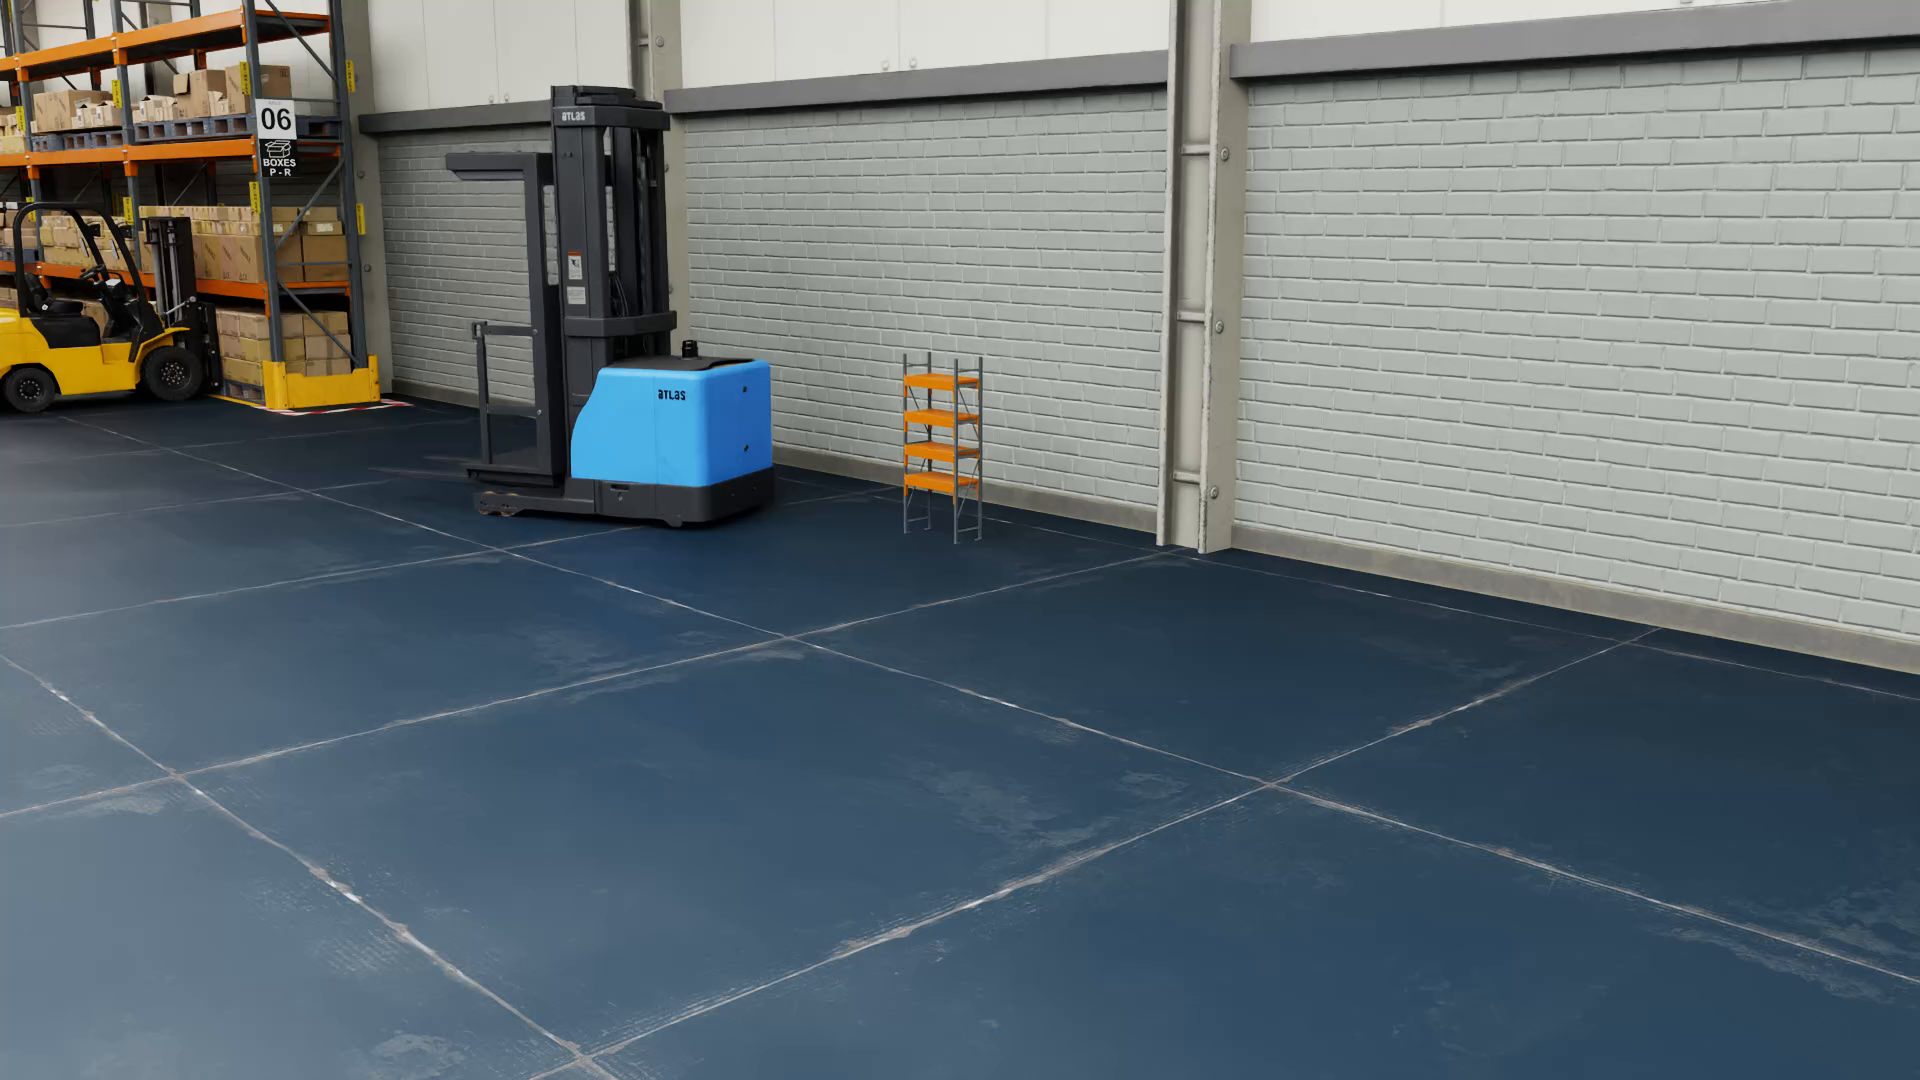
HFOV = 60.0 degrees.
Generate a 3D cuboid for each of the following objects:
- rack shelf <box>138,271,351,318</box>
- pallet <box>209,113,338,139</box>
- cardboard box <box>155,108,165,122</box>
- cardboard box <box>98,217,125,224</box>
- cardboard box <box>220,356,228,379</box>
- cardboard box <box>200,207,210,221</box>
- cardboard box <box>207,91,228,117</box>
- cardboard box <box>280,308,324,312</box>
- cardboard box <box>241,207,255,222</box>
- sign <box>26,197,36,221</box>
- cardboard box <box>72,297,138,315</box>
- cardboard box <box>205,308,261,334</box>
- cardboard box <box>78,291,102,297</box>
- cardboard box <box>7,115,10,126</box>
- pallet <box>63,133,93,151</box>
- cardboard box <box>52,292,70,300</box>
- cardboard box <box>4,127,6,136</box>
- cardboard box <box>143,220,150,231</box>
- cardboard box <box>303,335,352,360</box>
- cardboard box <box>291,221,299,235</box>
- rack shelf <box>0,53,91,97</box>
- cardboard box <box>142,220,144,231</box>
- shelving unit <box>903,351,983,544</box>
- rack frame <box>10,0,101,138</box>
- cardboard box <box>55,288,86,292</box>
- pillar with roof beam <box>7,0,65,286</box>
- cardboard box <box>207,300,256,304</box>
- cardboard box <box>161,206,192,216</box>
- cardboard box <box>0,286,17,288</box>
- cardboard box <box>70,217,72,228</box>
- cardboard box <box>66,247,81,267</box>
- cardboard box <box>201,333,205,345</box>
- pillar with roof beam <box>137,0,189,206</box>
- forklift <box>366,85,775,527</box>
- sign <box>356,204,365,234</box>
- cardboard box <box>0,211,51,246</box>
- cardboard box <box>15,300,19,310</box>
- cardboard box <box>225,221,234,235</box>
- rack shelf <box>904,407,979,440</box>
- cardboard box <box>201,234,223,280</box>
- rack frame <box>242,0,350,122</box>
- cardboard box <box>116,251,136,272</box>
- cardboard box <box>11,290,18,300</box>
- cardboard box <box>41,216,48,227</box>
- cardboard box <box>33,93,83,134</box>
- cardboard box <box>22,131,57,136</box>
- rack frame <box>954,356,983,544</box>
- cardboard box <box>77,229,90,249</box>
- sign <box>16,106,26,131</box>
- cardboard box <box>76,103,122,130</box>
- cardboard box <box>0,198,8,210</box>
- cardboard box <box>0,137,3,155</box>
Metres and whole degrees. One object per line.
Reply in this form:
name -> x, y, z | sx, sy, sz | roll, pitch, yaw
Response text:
rack shelf -> -8.323, -2.897, 19.321 | 1.077, 0.370, 4.000 | -11, 16, -43
pallet -> -7.412, -4.490, 18.056 | 1.003, 0.211, 1.213 | -11, 16, -43
cardboard box -> -9.084, -4.922, 19.267 | 0.380, 0.149, 0.250 | -10, 15, -41
cardboard box -> -10.836, -4.072, 21.385 | 0.250, 0.149, 0.380 | 11, 16, 44
cardboard box -> -8.171, -1.989, 18.905 | 0.500, 0.250, 0.500 | -11, 16, -42
cardboard box -> -8.296, -3.665, 18.673 | 0.380, 0.149, 0.250 | -10, 16, -41
cardboard box -> -7.909, -4.731, 18.051 | 0.396, 0.266, 0.258 | -11, 16, -42
cardboard box -> -7.485, -2.475, 18.785 | 0.500, 0.250, 0.500 | -11, 16, -42
cardboard box -> -7.535, -3.524, 17.991 | 0.380, 0.149, 0.250 | -11, 16, -42
sign -> -12.853, -4.576, 23.016 | 0.100, 0.325, 0.005 | -11, 16, -43
cardboard box -> -11.589, -2.980, 22.787 | 0.875, 0.625, 0.625 | -10, 15, -41
cardboard box -> -8.198, -2.476, 18.789 | 0.500, 0.250, 0.500 | -11, 16, -42
cardboard box -> -12.602, -3.543, 24.223 | 0.380, 0.149, 0.250 | -10, 15, -40
cardboard box -> -13.389, -5.998, 23.805 | 0.380, 0.149, 0.250 | -11, 16, -43
pallet -> -11.159, -5.252, 22.004 | 1.003, 0.211, 1.213 | -10, 15, -40
cardboard box -> -12.991, -3.461, 23.821 | 0.250, 0.149, 0.380 | 11, 16, 42
cardboard box -> -13.553, -5.890, 24.016 | 0.380, 0.149, 0.250 | -11, 16, -42
cardboard box -> -9.675, -3.824, 20.186 | 0.380, 0.149, 0.250 | -11, 16, -43
cardboard box -> -7.117, -2.159, 18.489 | 0.500, 0.250, 0.500 | -11, 16, -42
cardboard box -> -7.205, -3.437, 18.303 | 0.380, 0.149, 0.250 | -11, 16, -43
rack shelf -> -13.848, -6.807, 24.423 | 1.077, 0.370, 4.000 | -11, 16, -43
cardboard box -> -10.101, -3.927, 20.681 | 0.380, 0.149, 0.250 | -10, 15, -41
shelving unit -> -0.114, -0.612, 10.908 | 0.258, 1.200, 0.503 | -11, 16, -43
rack frame -> -12.467, -7.063, 22.893 | 1.000, 3.000, 0.127 | -11, 16, -43
cardboard box -> -13.331, -3.695, 24.959 | 0.380, 0.149, 0.250 | -11, 16, -44
pillar with roof beam -> -18.172, -7.274, 23.917 | 9.100, 9.000, 0.400 | -11, 16, -43
cardboard box -> -8.864, -2.773, 20.232 | 0.500, 0.250, 0.500 | -11, 16, -43
cardboard box -> -9.167, -3.852, 19.582 | 0.380, 0.149, 0.250 | -10, 16, -41
cardboard box -> -14.542, -3.815, 25.539 | 0.380, 0.149, 0.250 | -11, 16, -44
cardboard box -> -11.694, -4.262, 22.310 | 0.380, 0.149, 0.250 | -11, 16, -42
cardboard box -> -11.633, -3.804, 22.314 | 0.500, 0.250, 0.500 | 11, 16, 43
cardboard box -> -8.558, -2.309, 19.220 | 0.500, 0.250, 0.500 | -11, 16, -43
pillar with roof beam -> -14.028, -6.398, 19.667 | 9.100, 9.000, 0.400 | -11, 16, -43
forklift -> -2.898, -1.691, 11.858 | 3.031, 2.935, 1.130 | 5, 13, 22
sign -> -6.537, -3.496, 18.107 | 0.100, 0.325, 0.005 | -11, 16, -43
cardboard box -> -13.728, -4.593, 24.477 | 0.637, 0.503, 0.797 | 11, 16, 44
cardboard box -> -13.616, -3.288, 24.593 | 0.500, 0.500, 0.500 | -10, 15, -40
cardboard box -> -7.880, -3.453, 18.381 | 0.380, 0.149, 0.250 | -11, 16, -43
rack shelf -> -0.114, -0.765, 10.876 | 0.258, 0.148, 0.480 | -11, 16, -43
cardboard box -> -8.178, -3.193, 18.729 | 0.500, 0.500, 0.500 | -11, 16, -44
rack frame -> -6.942, -5.895, 17.226 | 1.000, 3.000, 0.127 | -11, 16, -43
cardboard box -> -10.242, -3.505, 20.860 | 0.500, 0.250, 0.500 | -10, 16, -41
cardboard box -> -13.887, -3.658, 24.780 | 0.250, 0.149, 0.380 | 11, 16, 42
cardboard box -> -12.460, -4.404, 22.998 | 0.380, 0.149, 0.250 | -10, 15, -41
cardboard box -> -12.143, -5.758, 22.455 | 0.500, 0.500, 0.500 | -11, 16, -42
cardboard box -> -12.886, -5.734, 23.259 | 0.380, 0.149, 0.250 | -10, 16, -41
rack frame -> 0.054, -0.576, 10.735 | 0.240, 1.200, 0.015 | -11, 16, -43
cardboard box -> -11.273, -3.974, 21.900 | 0.500, 0.250, 0.500 | -11, 16, -42
sign -> -12.861, -5.772, 22.778 | 0.100, 0.325, 0.005 | -11, 16, -43
cardboard box -> -10.911, -5.405, 21.210 | 0.500, 0.311, 0.500 | 11, 16, 43
cardboard box -> -16.065, -5.402, 27.476 | 0.500, 0.500, 0.500 | 11, 16, 44
cardboard box -> -13.690, -5.708, 24.120 | 0.500, 0.250, 0.500 | -11, 16, -43
